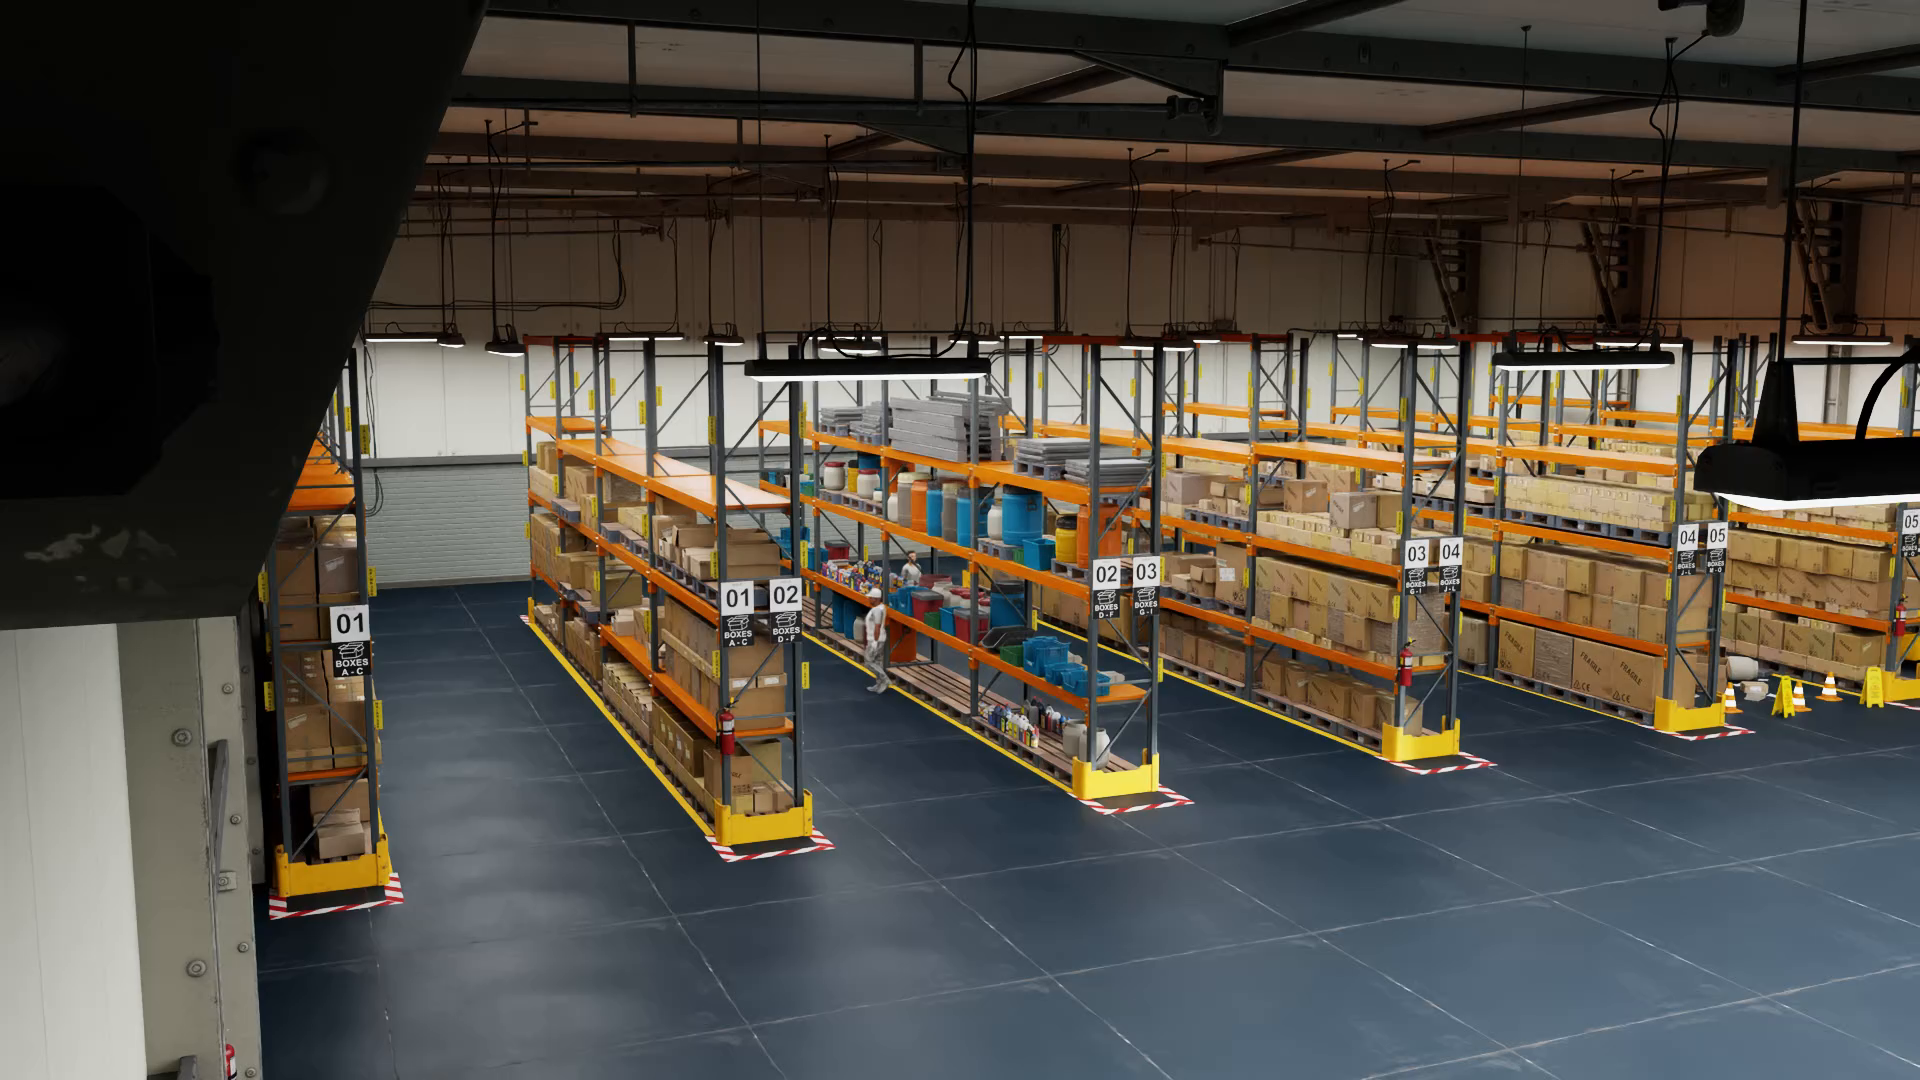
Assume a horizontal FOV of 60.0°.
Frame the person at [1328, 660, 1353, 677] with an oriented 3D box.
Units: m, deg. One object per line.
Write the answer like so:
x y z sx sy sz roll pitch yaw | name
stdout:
6.617 1.652 29.122 0.512 1.656 0.509 -2 8 -17 | person

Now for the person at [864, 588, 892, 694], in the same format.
-1.377 1.704 28.180 0.467 1.783 0.607 0 8 3 | person

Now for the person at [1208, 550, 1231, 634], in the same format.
5.057 1.039 33.538 0.643 1.664 1.099 -4 8 -26 | person

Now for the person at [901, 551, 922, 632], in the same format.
-0.958 1.014 33.843 0.459 1.620 1.049 -6 10 -38 | person

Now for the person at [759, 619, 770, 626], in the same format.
-3.565 1.605 29.379 0.450 1.621 1.045 -3 8 -23 | person
